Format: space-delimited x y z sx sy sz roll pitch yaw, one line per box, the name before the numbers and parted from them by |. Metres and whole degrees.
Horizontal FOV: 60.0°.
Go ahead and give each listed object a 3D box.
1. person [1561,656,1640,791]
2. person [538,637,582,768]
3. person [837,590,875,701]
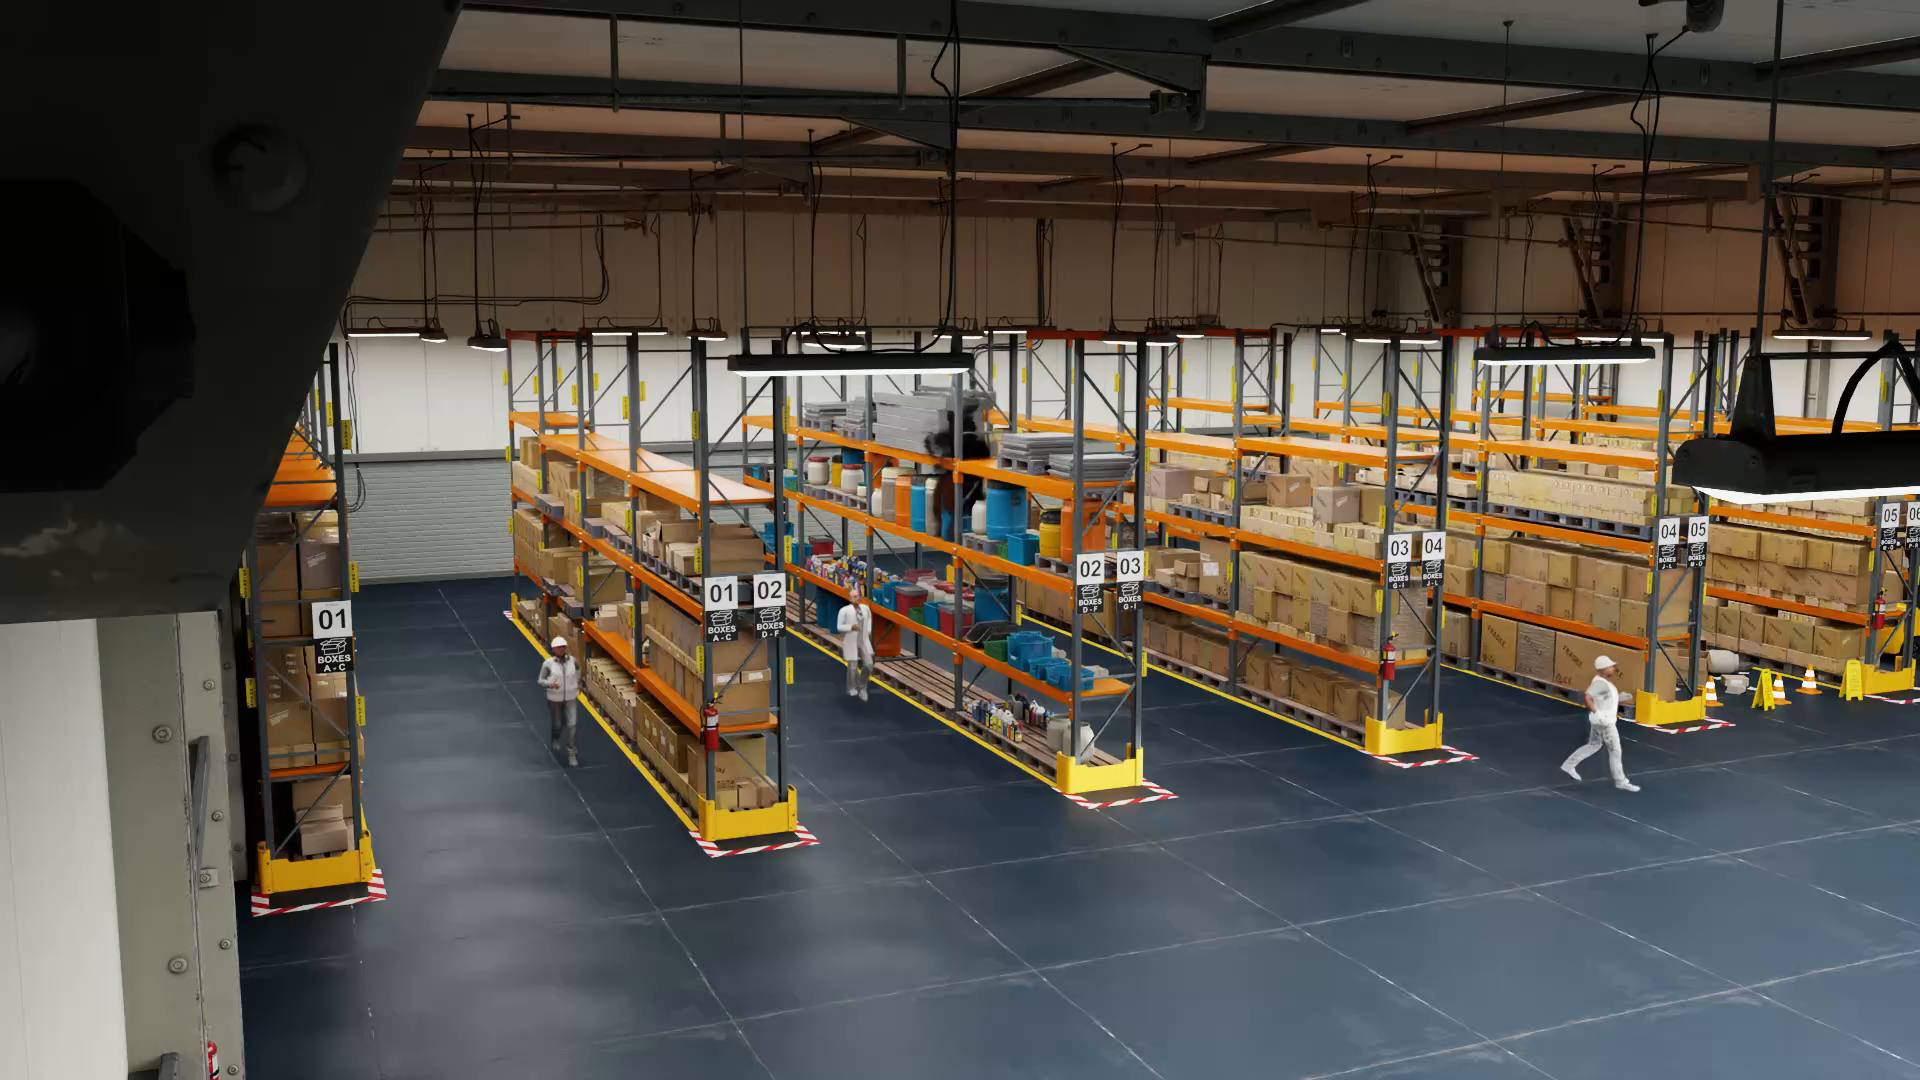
person | 8.553 2.417 22.125 0.992 1.775 0.683 2 8 15
person | -5.638 2.249 23.549 0.658 1.789 0.955 -3 9 -24
person | -1.638 1.703 26.740 0.687 1.805 0.732 -3 9 -24
